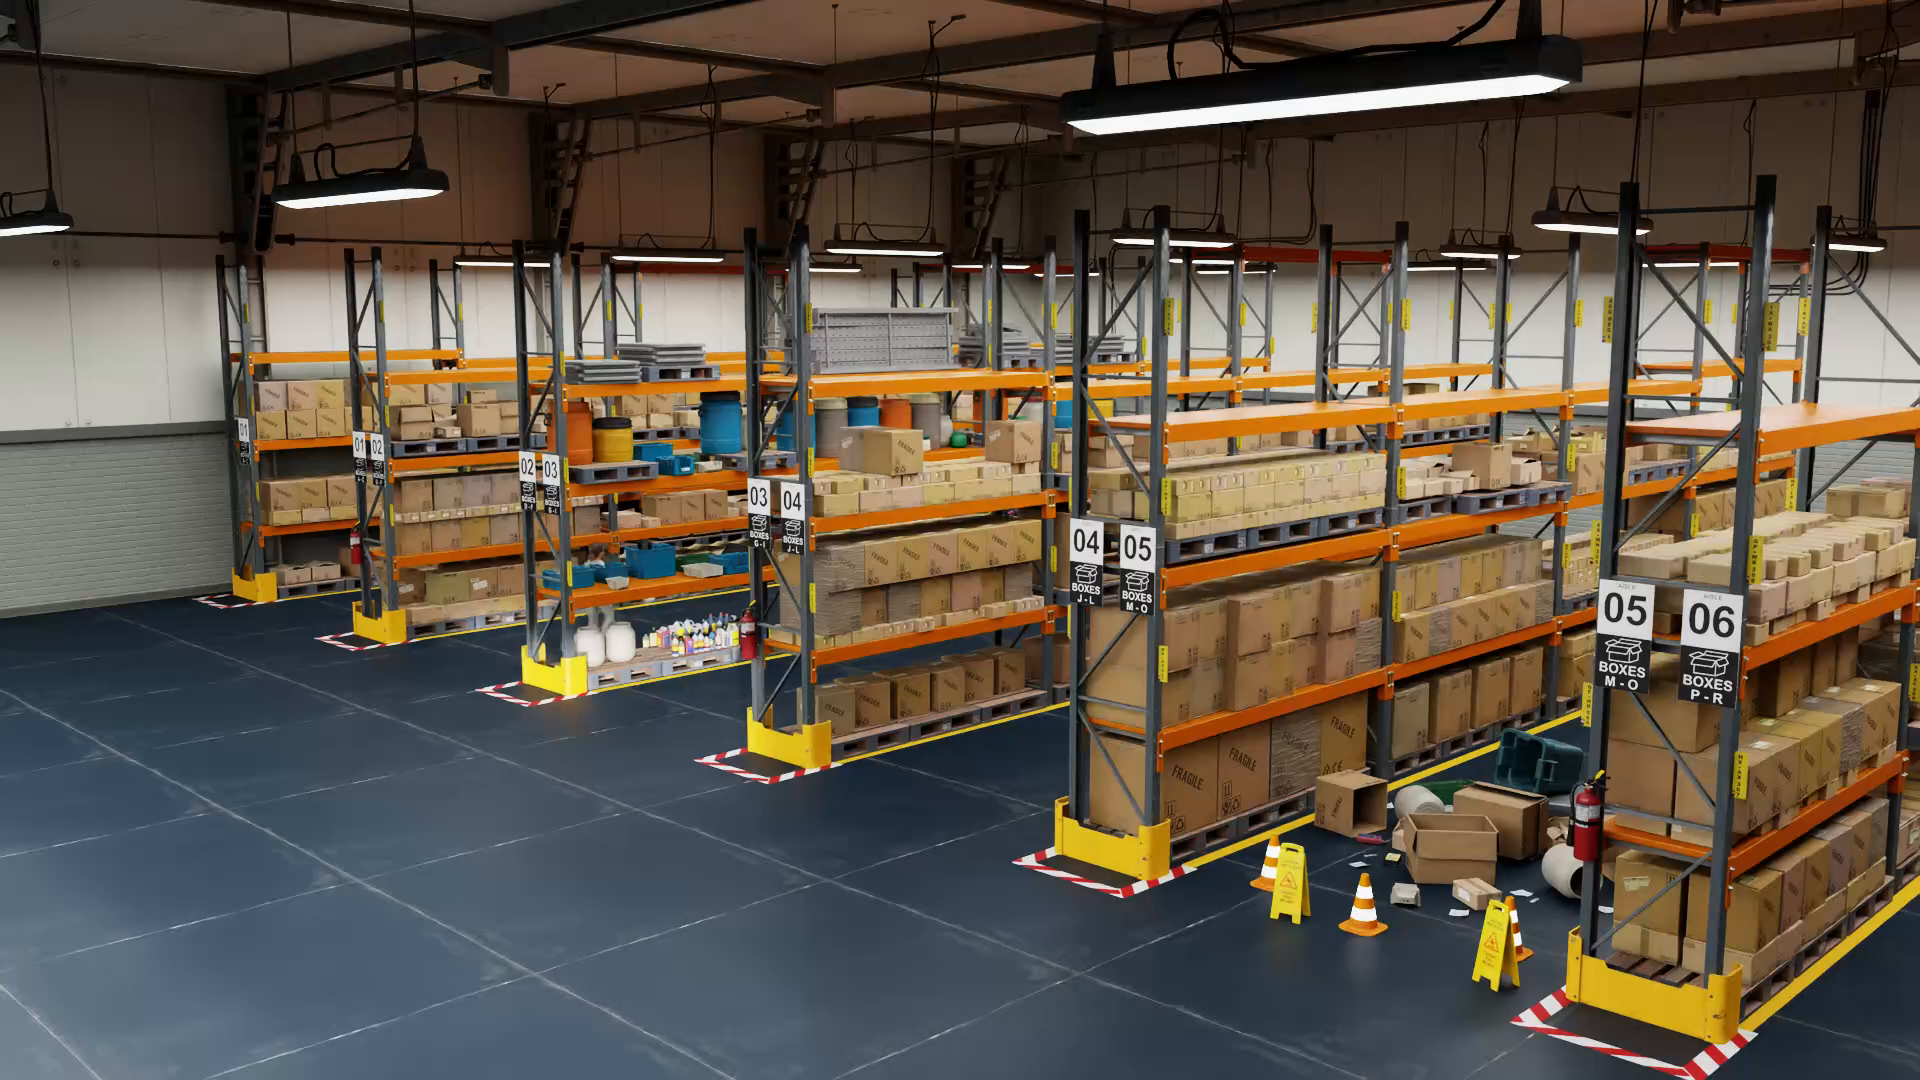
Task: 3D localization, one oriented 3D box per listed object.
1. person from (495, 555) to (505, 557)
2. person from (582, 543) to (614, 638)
[{"bbox_3d":[-8.701,-0.095,31.046,0.481,1.716,0.531,-1,8,-10],"label":"person"},{"bbox_3d":[-5.375,0.894,24.685,0.499,1.709,0.592,1,8,9],"label":"person"}]
